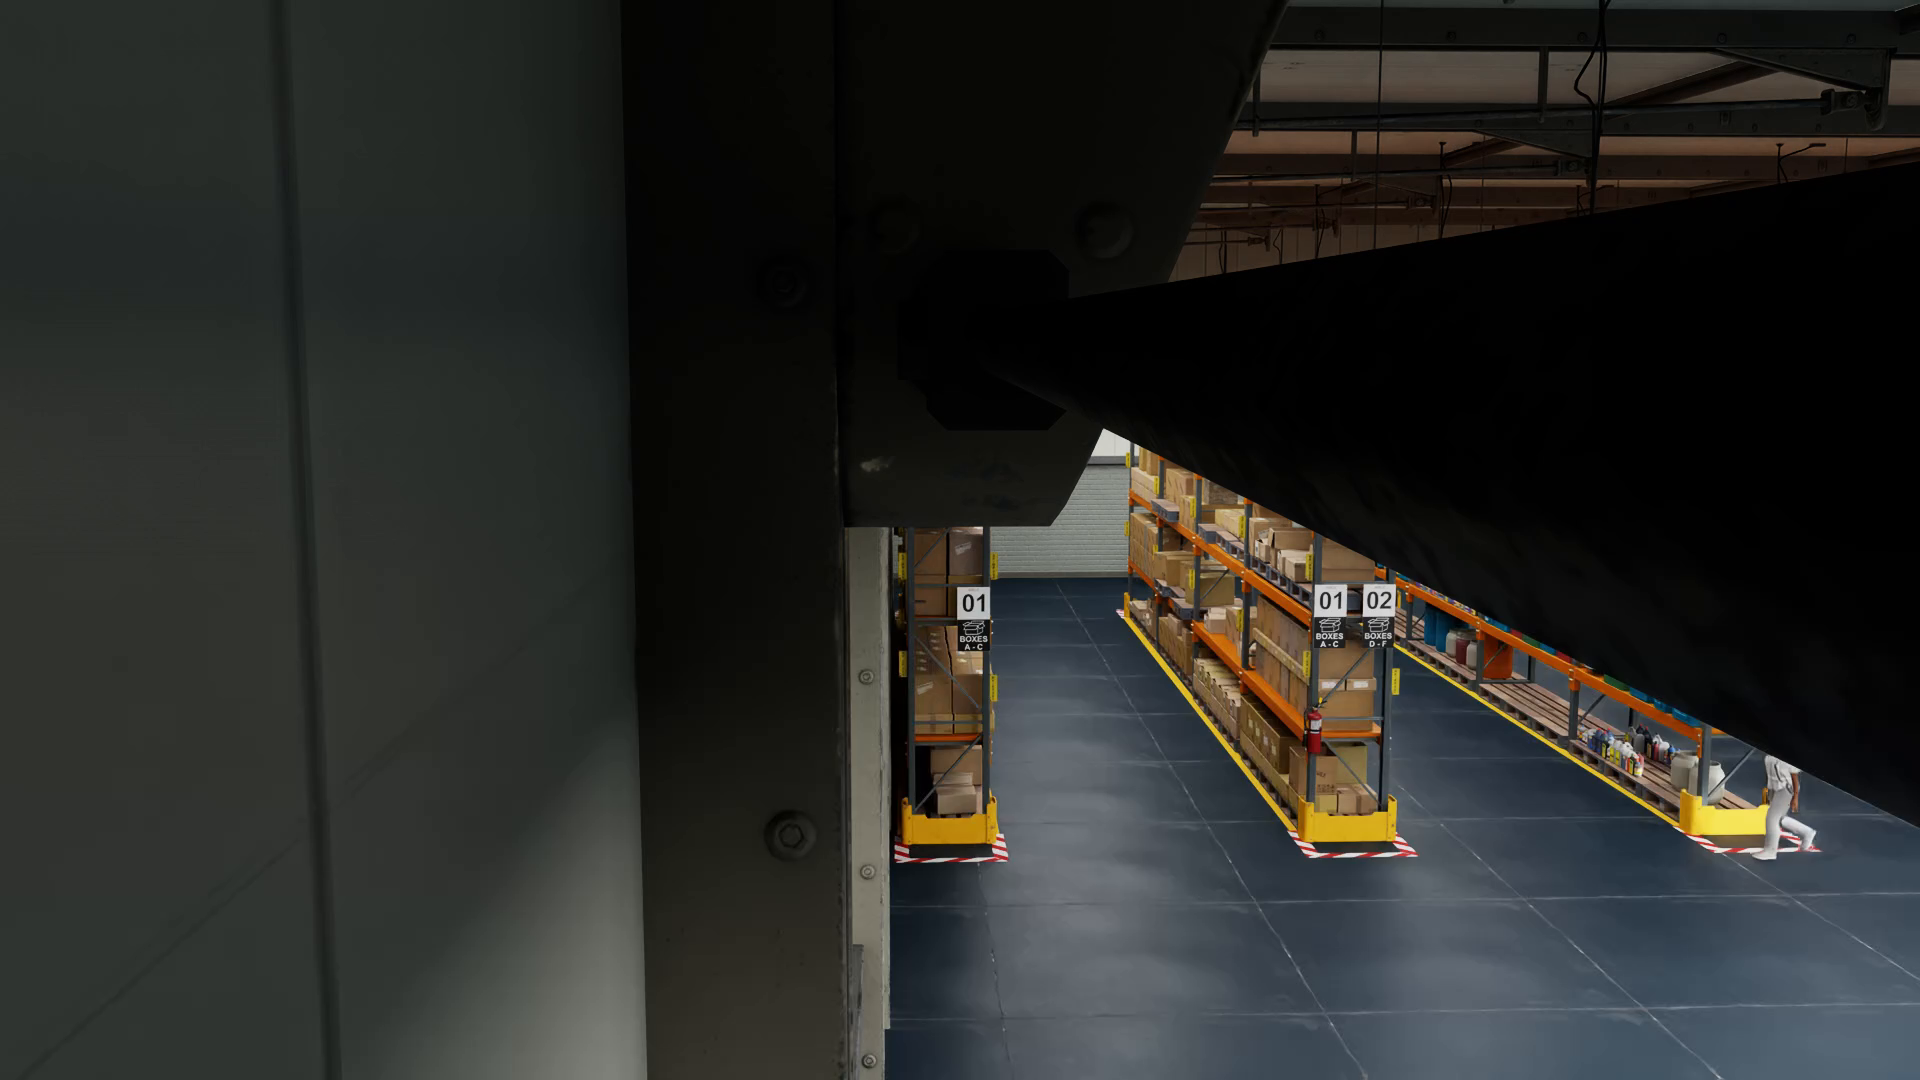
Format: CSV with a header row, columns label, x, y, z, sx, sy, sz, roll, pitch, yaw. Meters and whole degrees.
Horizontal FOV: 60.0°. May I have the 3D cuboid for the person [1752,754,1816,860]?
label,x,y,z,sx,sy,sz,roll,pitch,yaw
person,9.861,2.971,19.806,0.842,1.646,0.482,-1,7,-4
